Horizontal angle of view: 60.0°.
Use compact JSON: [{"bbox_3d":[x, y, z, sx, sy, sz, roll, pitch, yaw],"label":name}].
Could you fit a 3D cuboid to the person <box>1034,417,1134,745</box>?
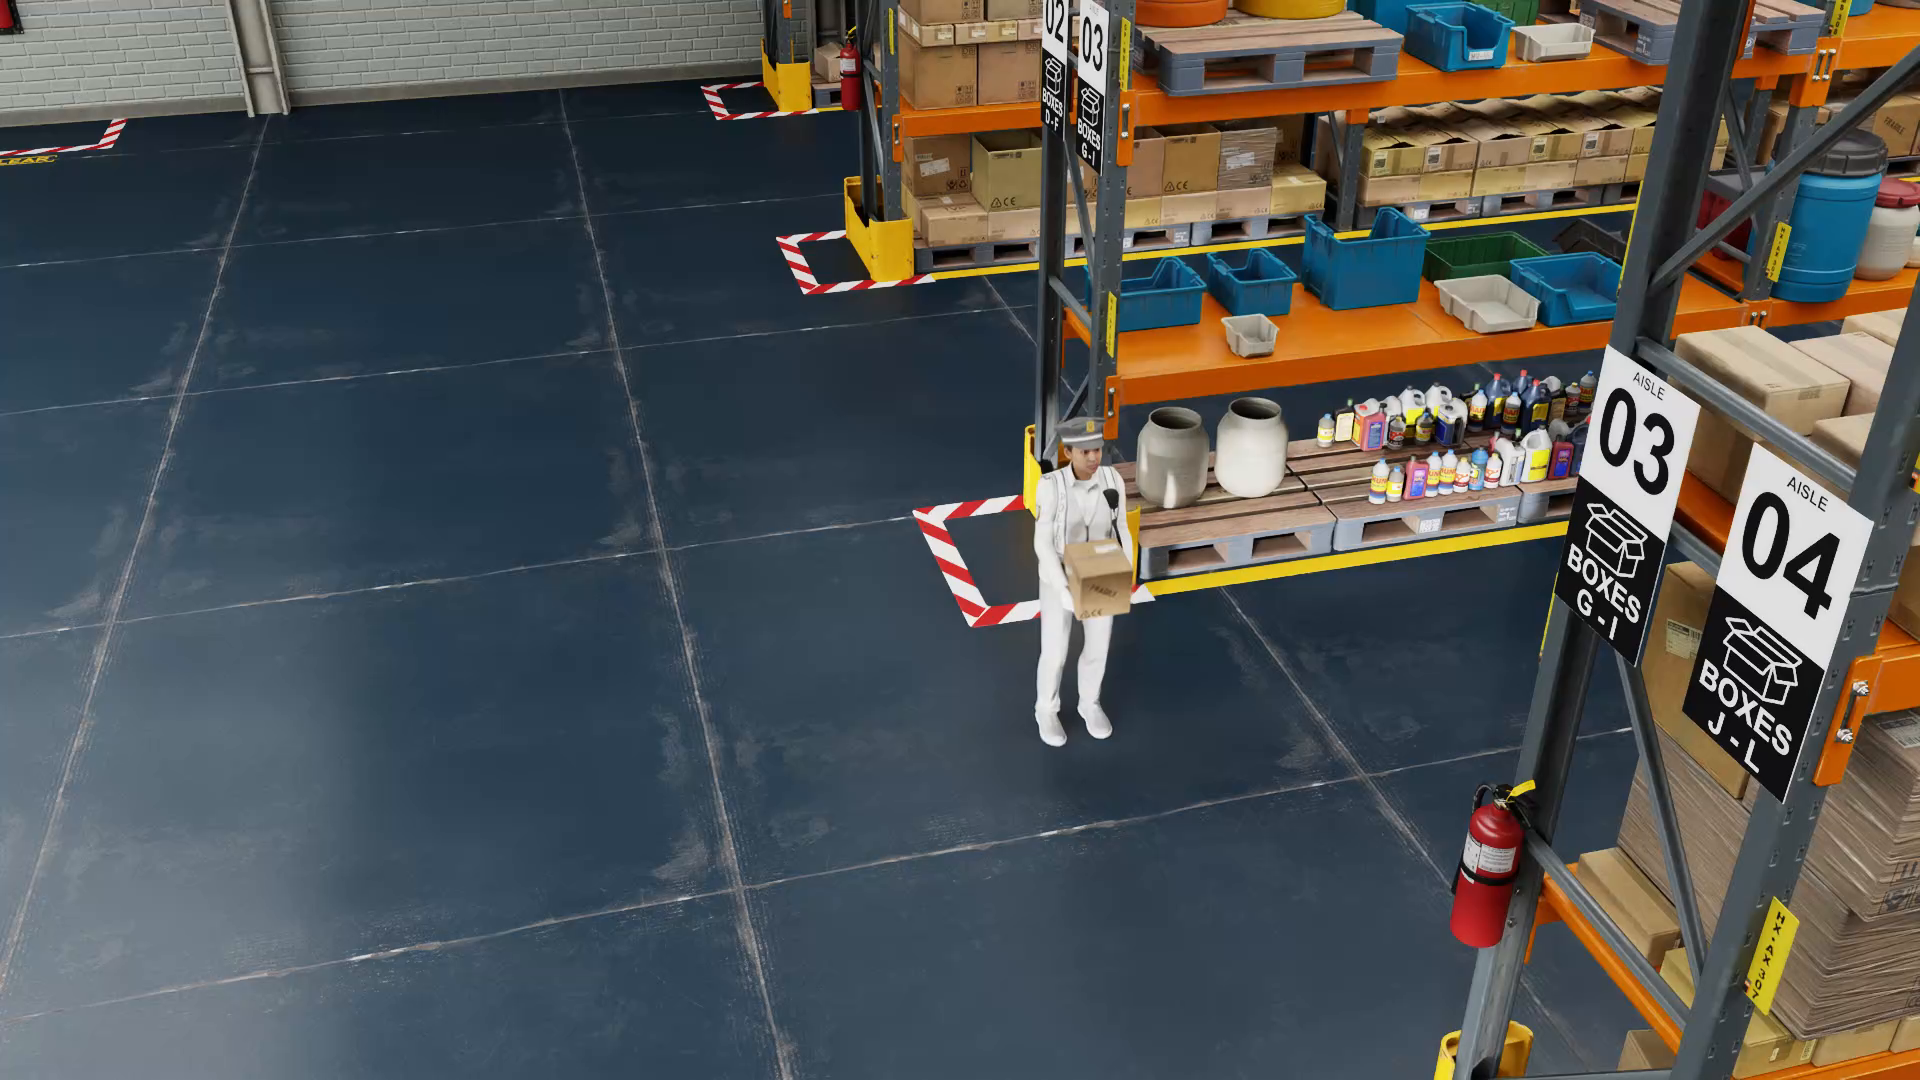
[{"bbox_3d":[0.576,0.219,7.834,0.460,1.686,0.557,-8,31,-13],"label":"person"}]
